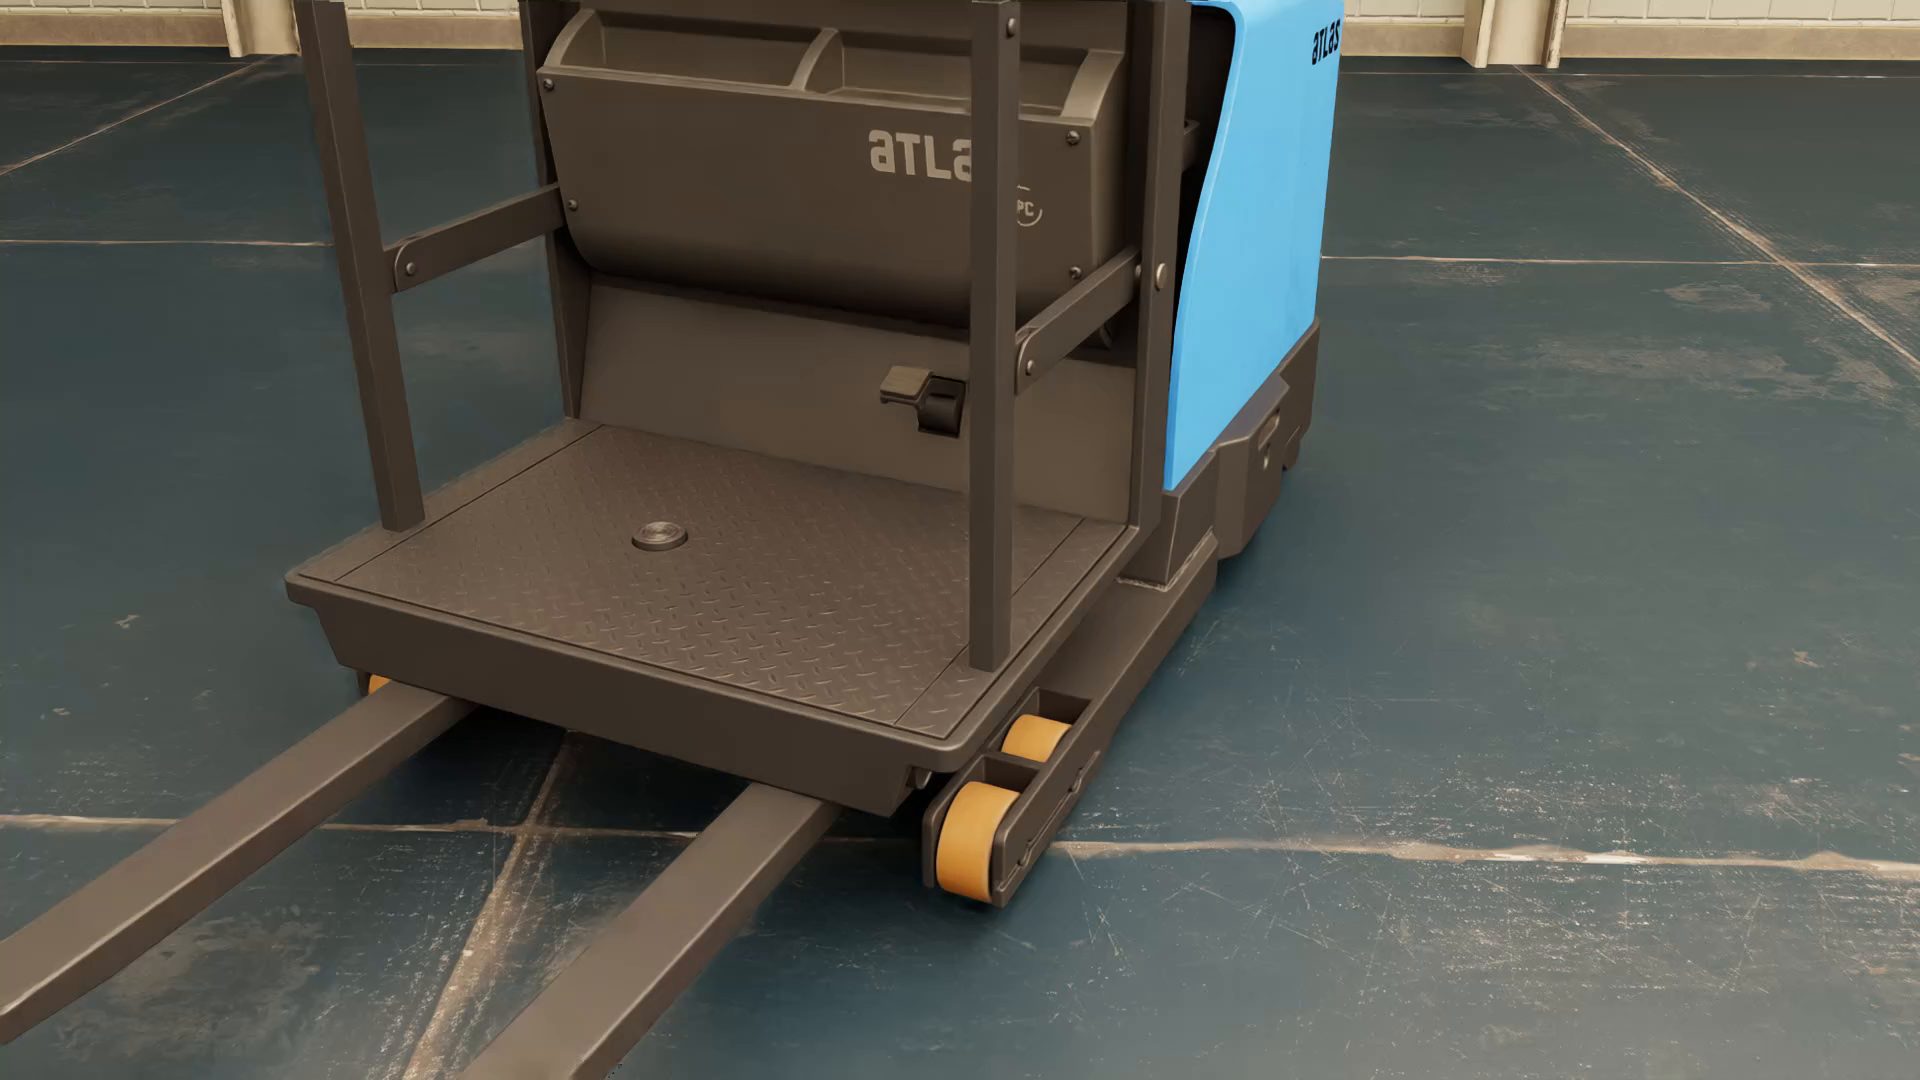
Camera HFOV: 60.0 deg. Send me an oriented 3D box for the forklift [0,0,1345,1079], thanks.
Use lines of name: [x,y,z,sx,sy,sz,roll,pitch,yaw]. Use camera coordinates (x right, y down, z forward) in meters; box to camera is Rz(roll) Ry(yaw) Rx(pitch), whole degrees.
forklift: [-0.299,-1.030,2.106,1.130,2.935,3.031,12,29,22]
